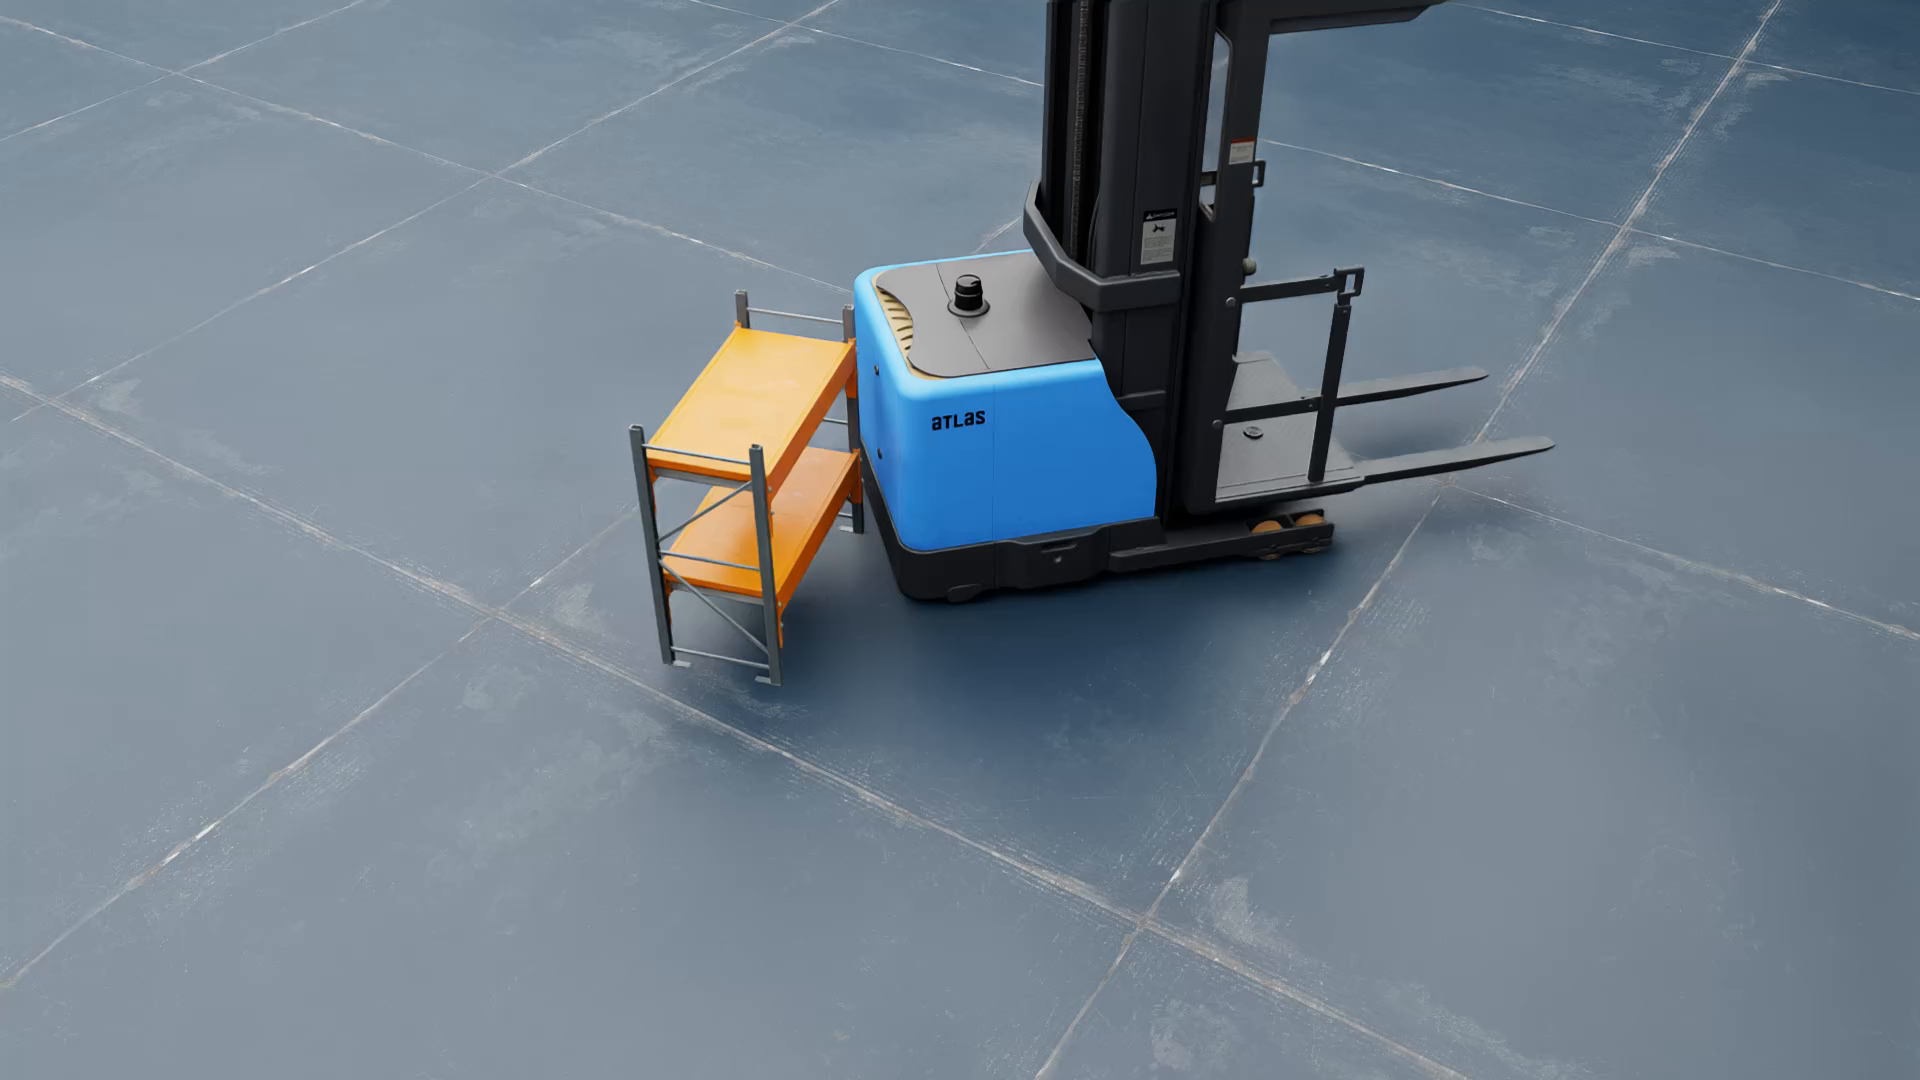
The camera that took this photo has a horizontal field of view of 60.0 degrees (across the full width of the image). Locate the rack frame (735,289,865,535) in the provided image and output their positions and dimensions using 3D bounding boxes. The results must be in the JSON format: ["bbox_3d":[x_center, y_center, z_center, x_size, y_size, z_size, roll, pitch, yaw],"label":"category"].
[{"bbox_3d":[-0.664,-0.518,7.001,0.500,1.125,0.032,10,39,12],"label":"rack frame"}]

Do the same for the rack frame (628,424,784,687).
[{"bbox_3d":[-0.937,0.080,6.225,0.500,1.125,0.032,10,39,12],"label":"rack frame"}]

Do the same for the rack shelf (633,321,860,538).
[{"bbox_3d":[-0.800,-0.451,6.434,0.538,0.278,1.000,10,39,12],"label":"rack shelf"}]

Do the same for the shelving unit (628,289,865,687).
[{"bbox_3d":[-0.800,-0.219,6.613,0.538,1.125,1.048,10,39,12],"label":"shelving unit"}]

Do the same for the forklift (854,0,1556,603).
[{"bbox_3d":[1.117,-1.381,6.641,3.031,2.935,1.130,-9,38,-11],"label":"forklift"}]

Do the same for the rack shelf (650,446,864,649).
[{"bbox_3d":[-0.800,-0.025,6.762,0.538,0.278,1.000,10,39,12],"label":"rack shelf"}]
